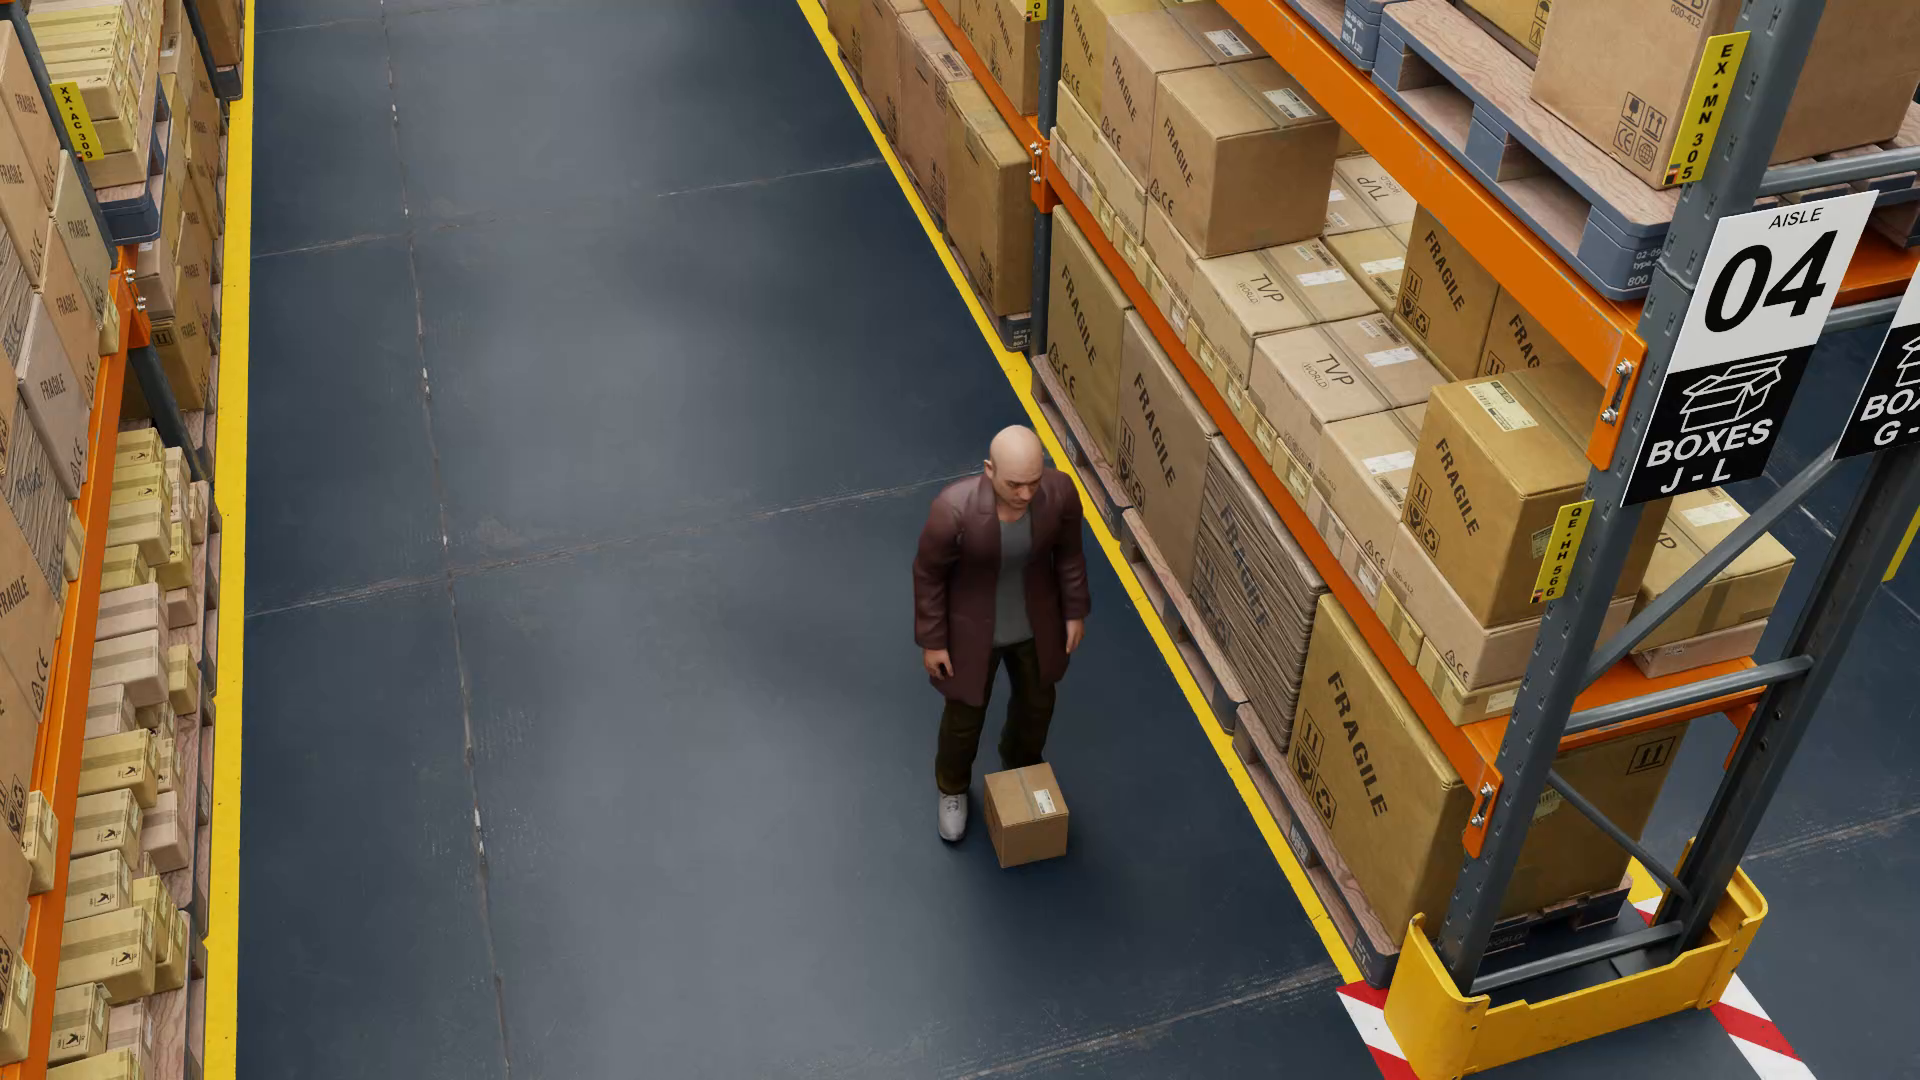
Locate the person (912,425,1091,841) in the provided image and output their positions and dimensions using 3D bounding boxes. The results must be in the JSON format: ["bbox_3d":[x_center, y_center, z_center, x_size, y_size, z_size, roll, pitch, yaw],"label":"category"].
[{"bbox_3d":[0.149,0.302,5.831,0.644,1.774,0.428,-11,43,-13],"label":"person"}]
